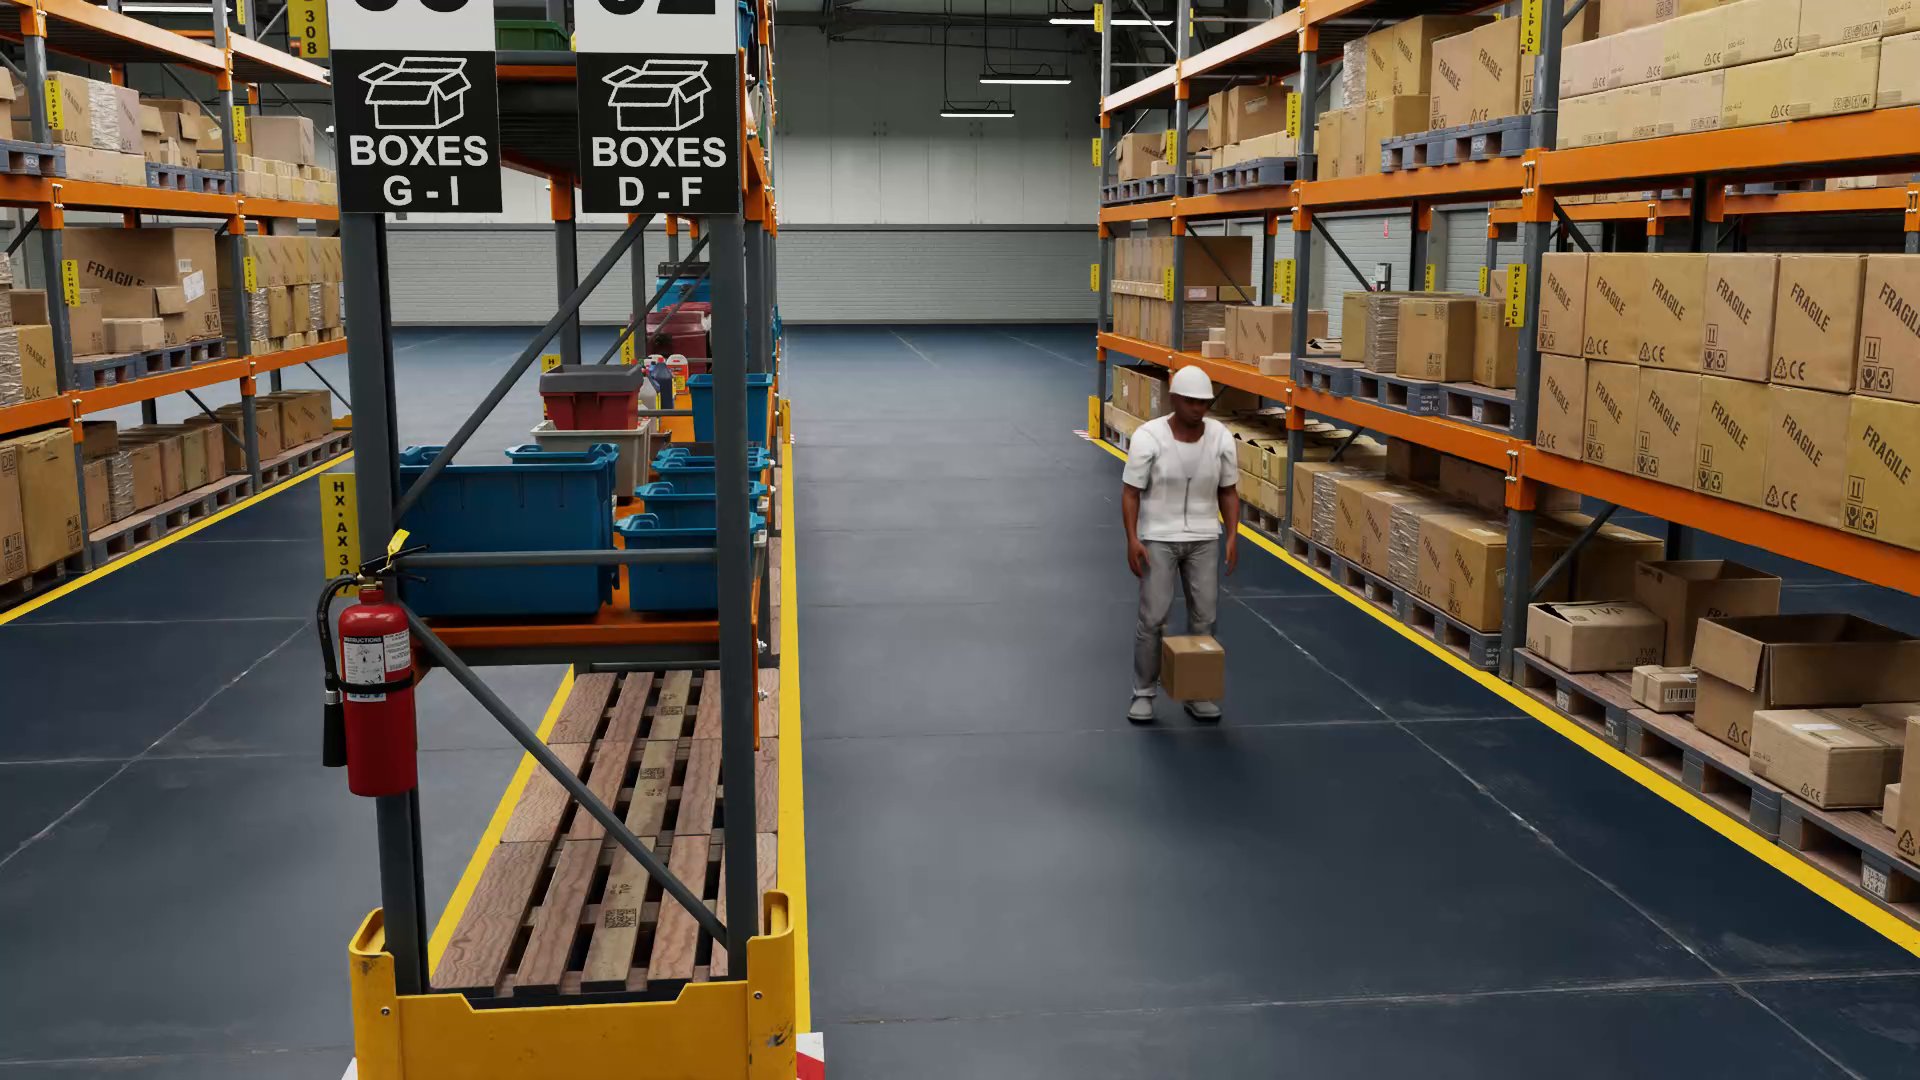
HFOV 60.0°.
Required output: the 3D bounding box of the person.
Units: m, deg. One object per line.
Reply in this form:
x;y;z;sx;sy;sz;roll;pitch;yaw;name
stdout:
1.101;0.013;8.275;0.601;1.759;0.443;-1;10;-8;person
